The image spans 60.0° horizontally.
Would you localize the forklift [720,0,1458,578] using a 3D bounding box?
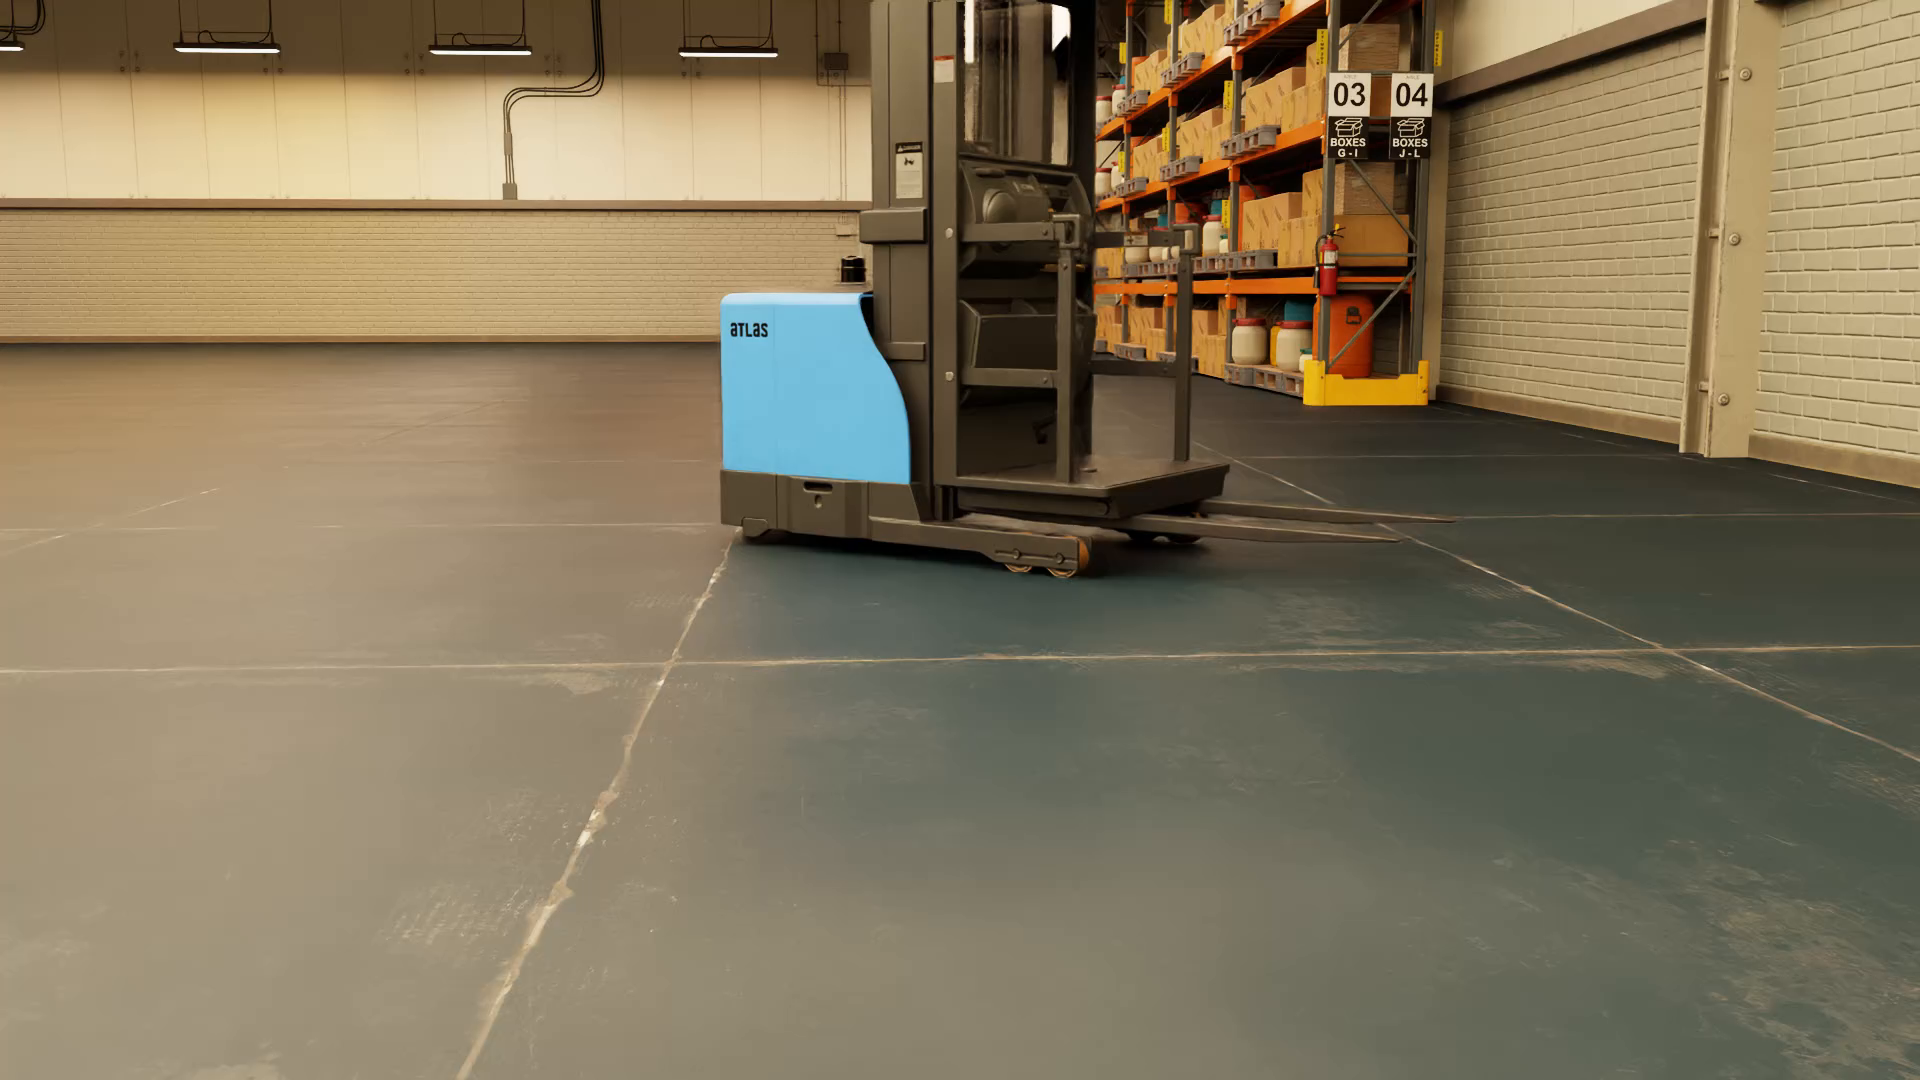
[{"bbox_3d":[0.455,-1.392,6.705,3.031,2.935,1.130,6,10,34],"label":"forklift"}]
